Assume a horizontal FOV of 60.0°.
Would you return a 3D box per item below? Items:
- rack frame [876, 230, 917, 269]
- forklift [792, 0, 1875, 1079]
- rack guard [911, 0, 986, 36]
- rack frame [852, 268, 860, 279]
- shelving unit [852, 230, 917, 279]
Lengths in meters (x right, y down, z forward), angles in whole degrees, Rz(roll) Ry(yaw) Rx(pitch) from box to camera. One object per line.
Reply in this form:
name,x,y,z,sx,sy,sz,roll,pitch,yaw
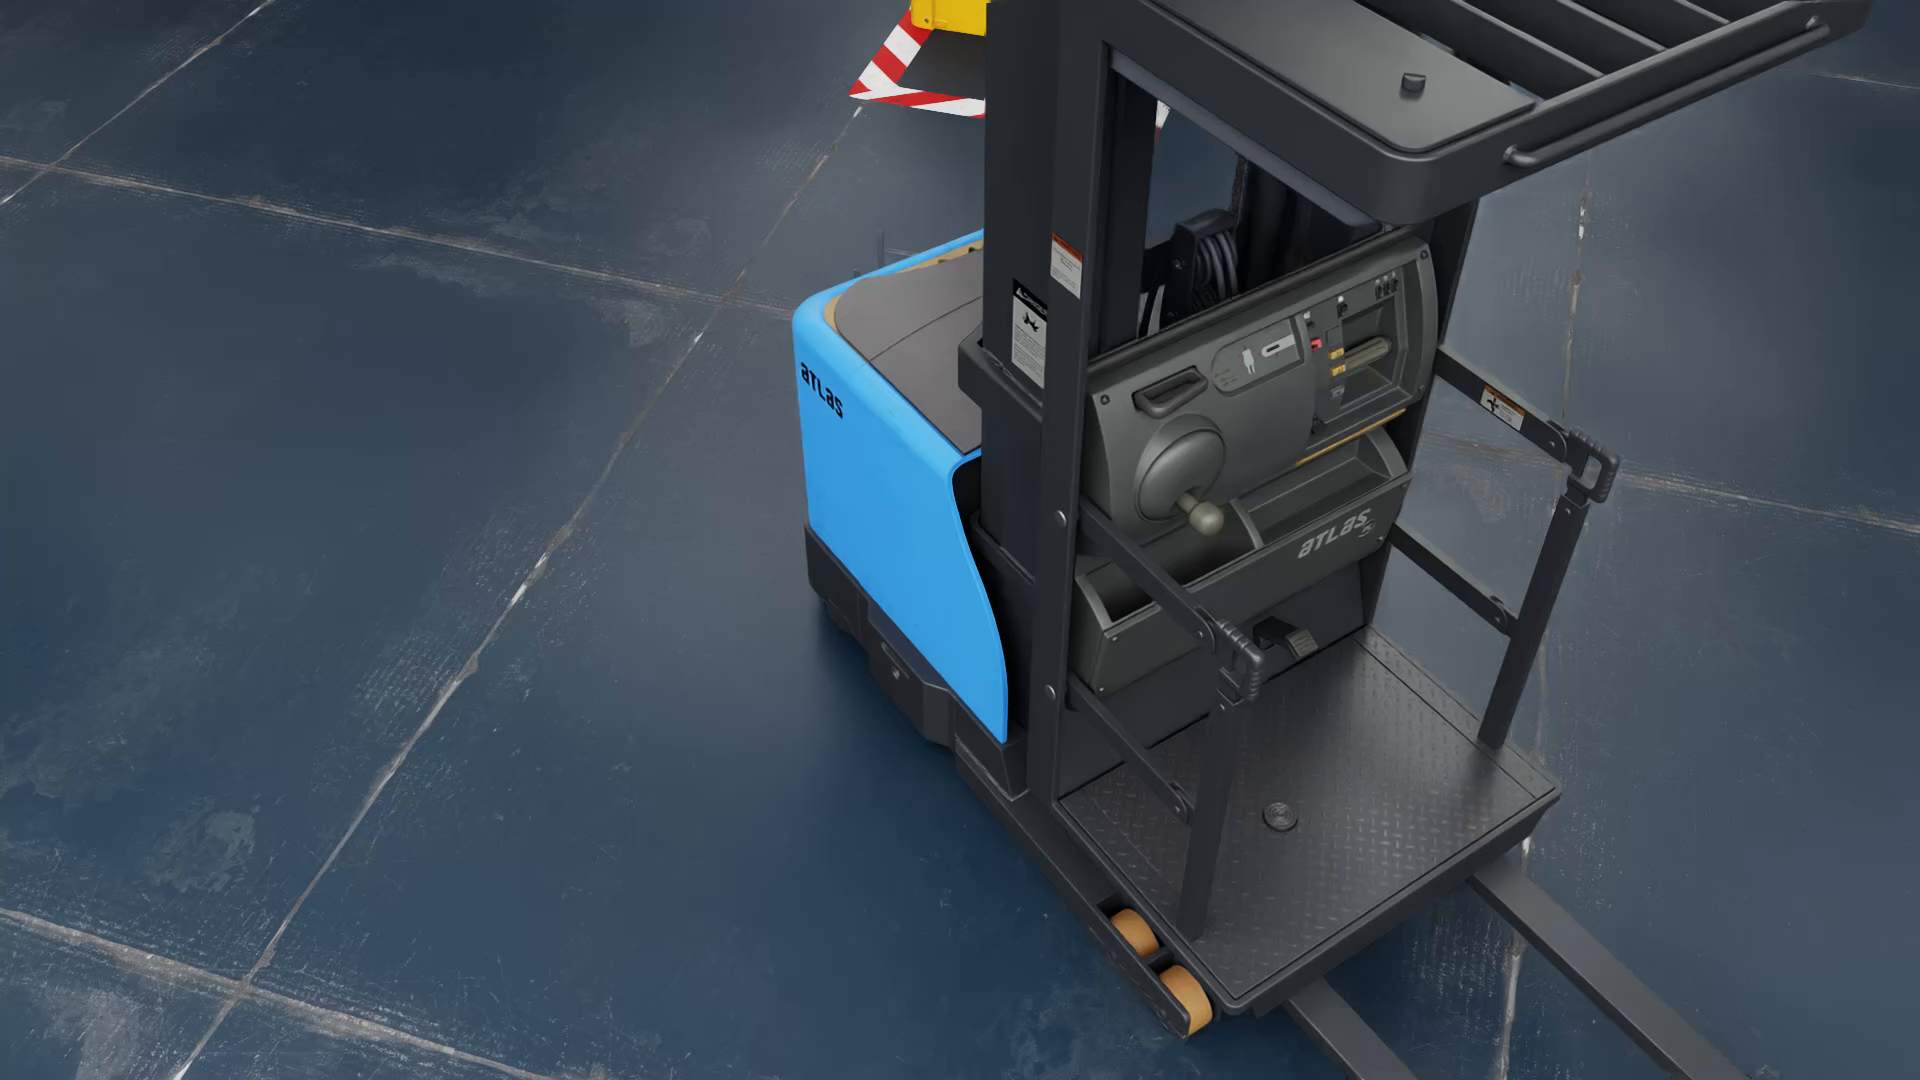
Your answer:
rack frame,-0.131,-0.565,5.183,0.240,0.900,0.006,12,46,12
forklift,0.785,-0.239,3.399,1.130,2.935,3.031,-25,50,-24
rack guard,0.365,-2.543,7.492,1.175,0.500,0.348,13,46,13
rack frame,-0.192,-0.429,5.045,0.240,0.900,0.006,12,46,12
shelving unit,-0.162,-0.497,5.114,0.258,0.900,0.210,12,46,12
